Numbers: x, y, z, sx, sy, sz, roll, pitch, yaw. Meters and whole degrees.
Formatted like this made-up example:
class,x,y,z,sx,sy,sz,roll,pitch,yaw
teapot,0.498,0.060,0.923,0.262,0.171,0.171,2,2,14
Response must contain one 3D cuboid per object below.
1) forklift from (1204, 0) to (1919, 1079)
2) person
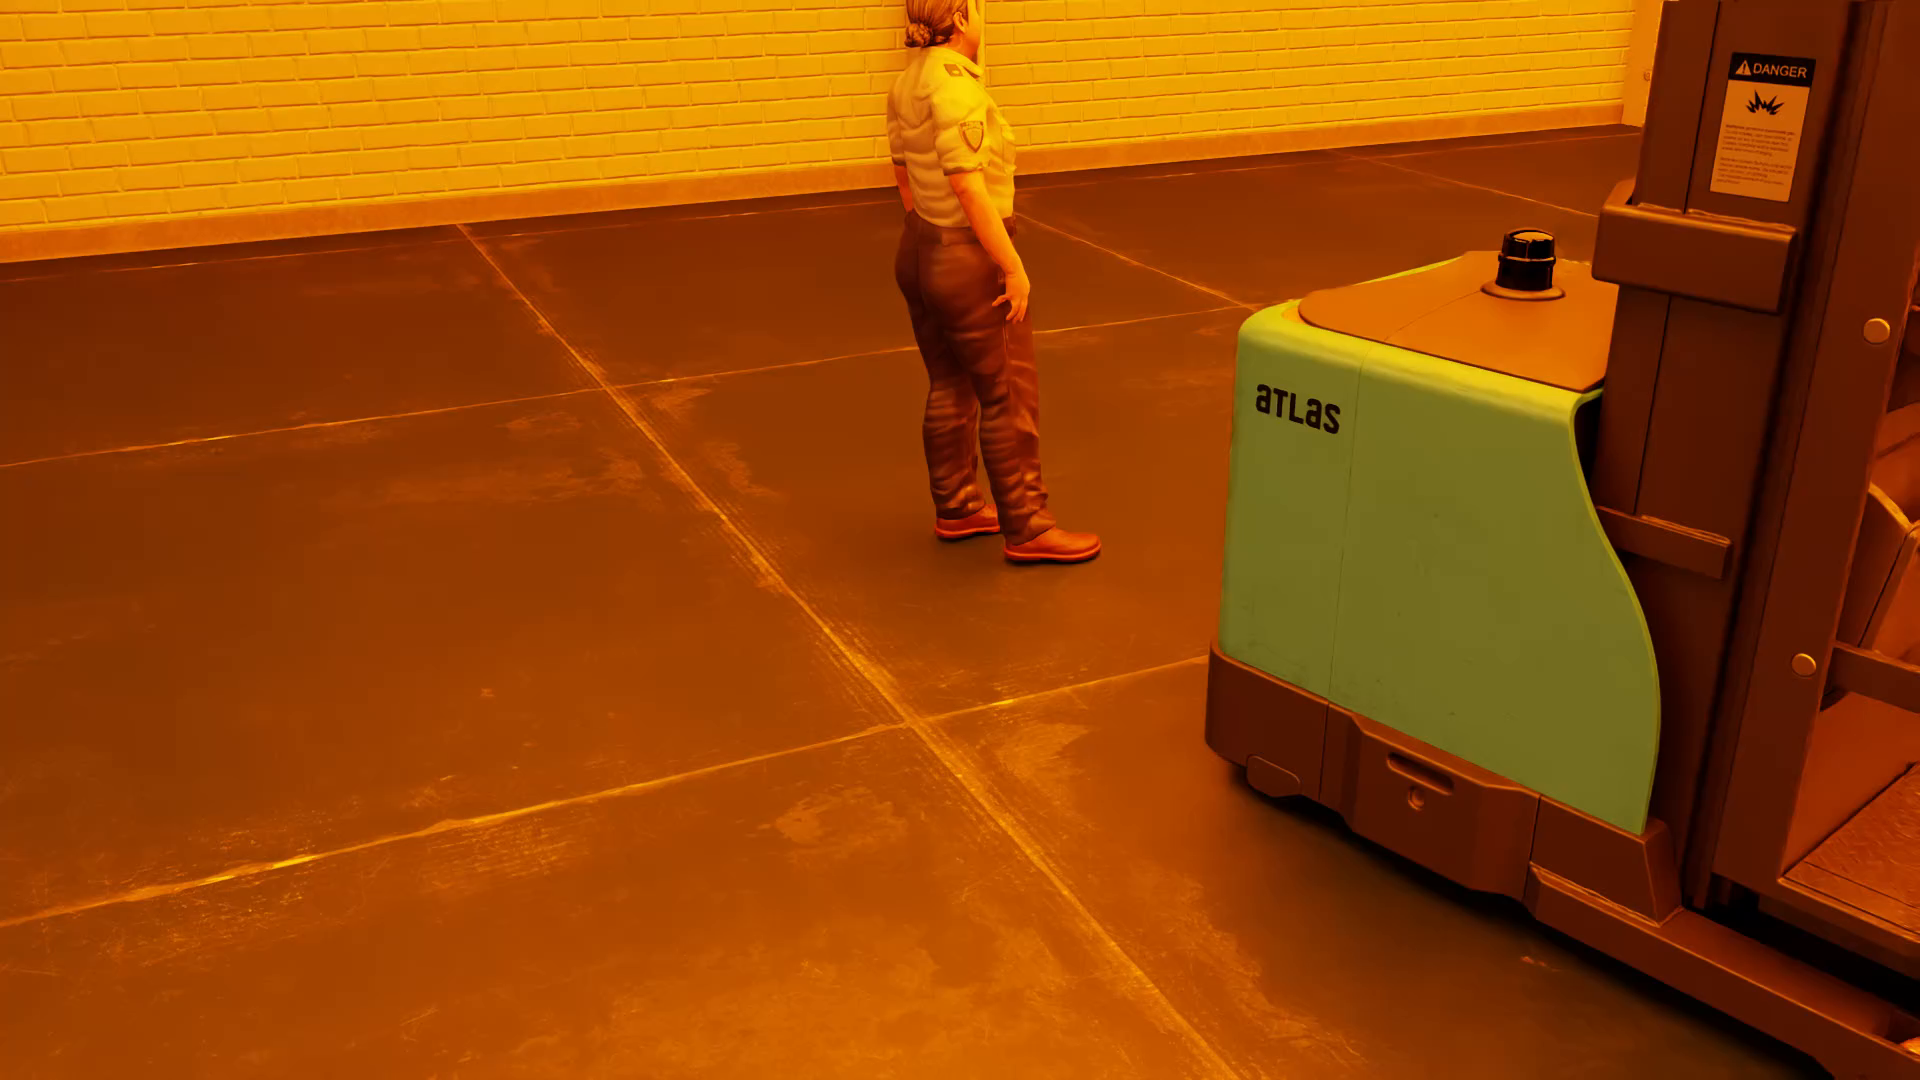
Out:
class,x,y,z,sx,sy,sz,roll,pitch,yaw
forklift,1.911,-0.529,2.559,1.130,2.935,3.031,-19,29,-38
person,0.091,-0.775,4.803,0.503,1.651,0.598,-10,25,-23
